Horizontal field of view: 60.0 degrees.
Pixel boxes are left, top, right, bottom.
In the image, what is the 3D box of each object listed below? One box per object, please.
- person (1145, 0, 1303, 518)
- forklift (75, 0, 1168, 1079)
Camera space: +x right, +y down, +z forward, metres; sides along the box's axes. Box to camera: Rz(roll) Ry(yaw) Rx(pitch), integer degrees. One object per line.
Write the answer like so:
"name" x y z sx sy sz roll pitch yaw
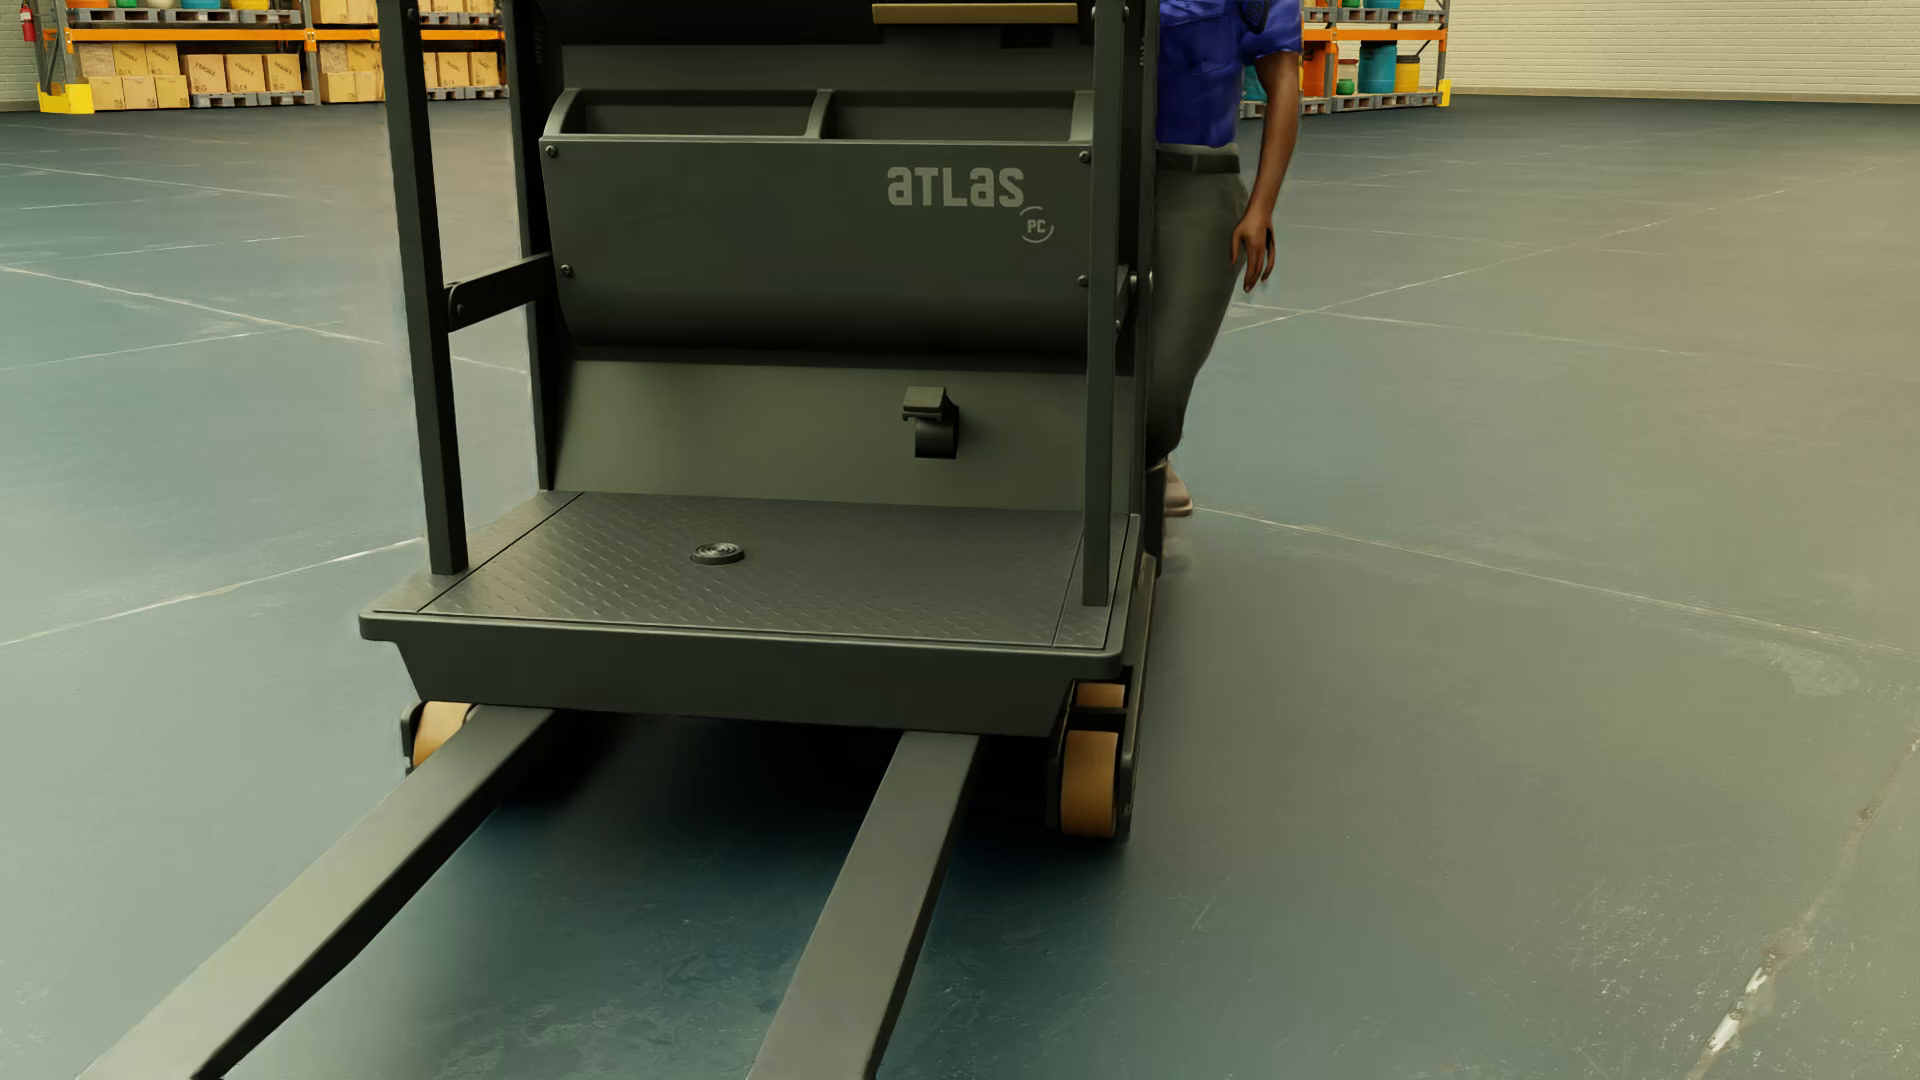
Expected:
"person" 0.242 -0.672 3.149 0.711 1.463 0.688 10 19 29
"forklift" -0.254 -1.066 2.409 1.130 2.935 3.031 2 17 8
